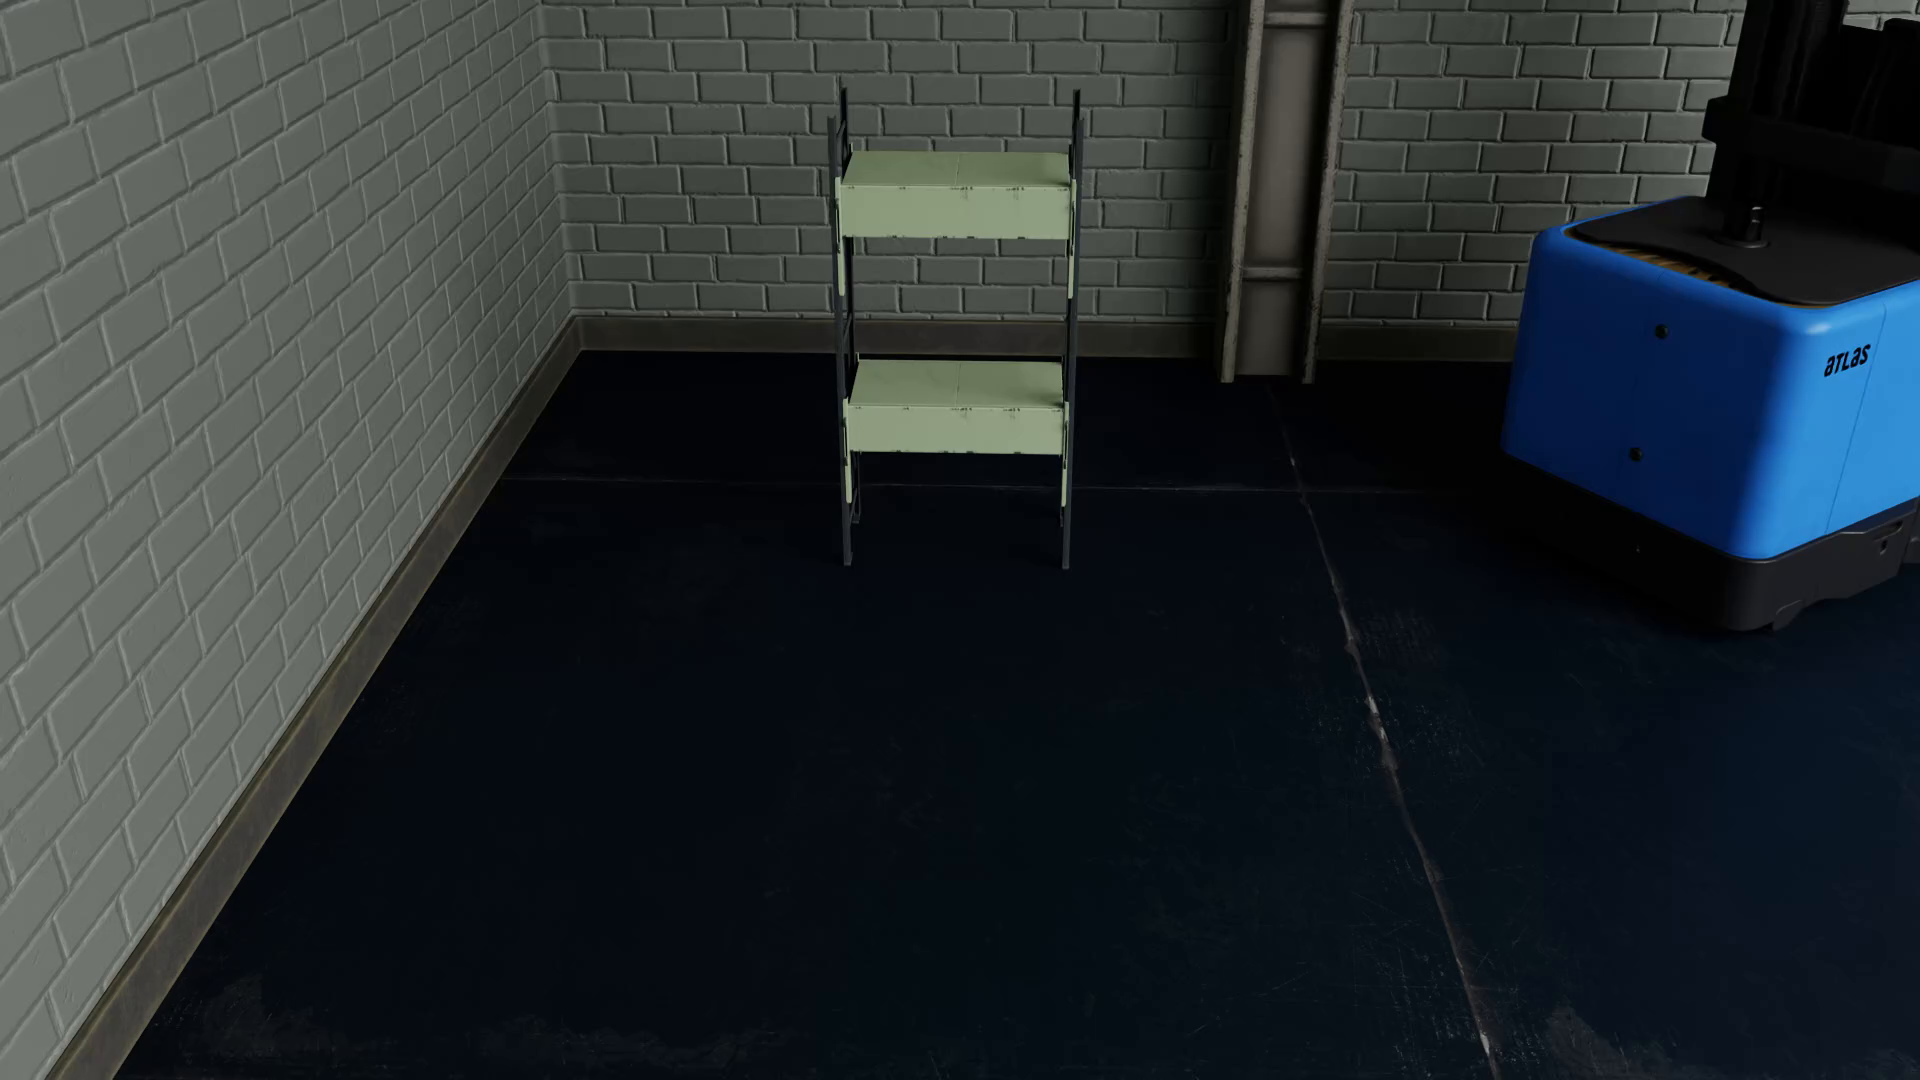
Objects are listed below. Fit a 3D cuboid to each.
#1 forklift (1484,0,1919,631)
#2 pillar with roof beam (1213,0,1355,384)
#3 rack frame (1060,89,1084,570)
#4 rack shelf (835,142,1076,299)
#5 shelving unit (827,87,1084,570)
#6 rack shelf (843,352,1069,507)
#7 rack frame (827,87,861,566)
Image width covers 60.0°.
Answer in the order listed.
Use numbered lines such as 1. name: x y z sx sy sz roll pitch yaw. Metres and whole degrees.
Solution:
1. forklift: 3.347 -1.523 5.494 3.031 2.935 1.130 -17 32 -28
2. pillar with roof beam: 1.145 -2.694 1.225 0.400 9.000 9.100 1 28 2
3. rack frame: 0.359 -0.657 5.388 0.023 1.500 0.400 1 28 2
4. rack shelf: -0.007 -1.008 5.216 0.720 0.370 0.431 1 28 2
5. shelving unit: -0.007 -0.663 5.399 0.755 1.500 0.431 1 28 2
6. rack shelf: -0.007 -0.375 5.552 0.720 0.370 0.431 1 28 2
7. rack frame: -0.372 -0.669 5.410 0.023 1.500 0.400 1 28 2
